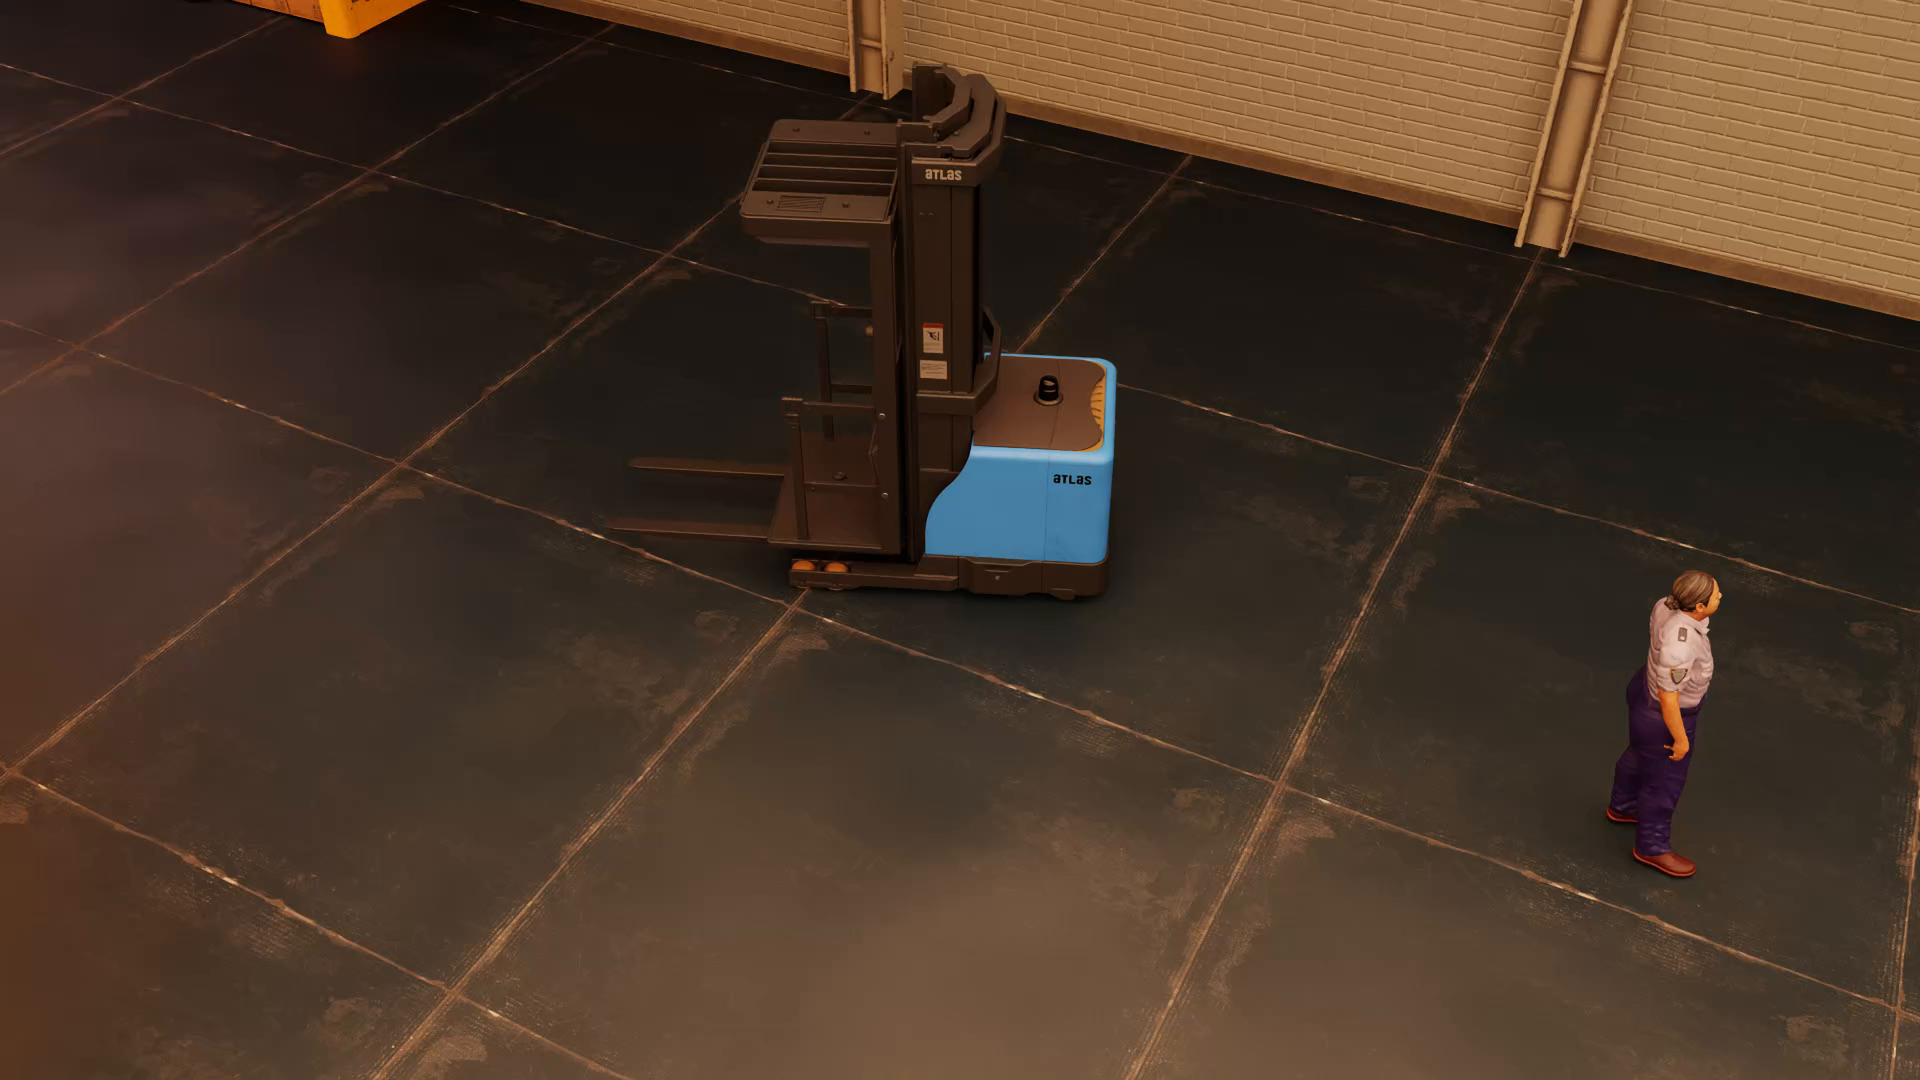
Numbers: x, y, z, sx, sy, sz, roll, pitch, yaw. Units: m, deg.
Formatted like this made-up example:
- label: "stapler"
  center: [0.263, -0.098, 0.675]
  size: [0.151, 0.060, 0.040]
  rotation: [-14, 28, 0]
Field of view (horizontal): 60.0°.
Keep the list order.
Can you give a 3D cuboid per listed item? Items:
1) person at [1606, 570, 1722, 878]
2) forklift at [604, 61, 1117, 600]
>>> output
- label: "person"
  center: [3.466, 0.838, 7.977]
  size: [0.504, 1.652, 0.599]
  rotation: [8, 41, 9]
- label: "forklift"
  center: [-0.606, -1.157, 9.360]
  size: [3.031, 2.935, 1.130]
  rotation: [3, 40, 4]
